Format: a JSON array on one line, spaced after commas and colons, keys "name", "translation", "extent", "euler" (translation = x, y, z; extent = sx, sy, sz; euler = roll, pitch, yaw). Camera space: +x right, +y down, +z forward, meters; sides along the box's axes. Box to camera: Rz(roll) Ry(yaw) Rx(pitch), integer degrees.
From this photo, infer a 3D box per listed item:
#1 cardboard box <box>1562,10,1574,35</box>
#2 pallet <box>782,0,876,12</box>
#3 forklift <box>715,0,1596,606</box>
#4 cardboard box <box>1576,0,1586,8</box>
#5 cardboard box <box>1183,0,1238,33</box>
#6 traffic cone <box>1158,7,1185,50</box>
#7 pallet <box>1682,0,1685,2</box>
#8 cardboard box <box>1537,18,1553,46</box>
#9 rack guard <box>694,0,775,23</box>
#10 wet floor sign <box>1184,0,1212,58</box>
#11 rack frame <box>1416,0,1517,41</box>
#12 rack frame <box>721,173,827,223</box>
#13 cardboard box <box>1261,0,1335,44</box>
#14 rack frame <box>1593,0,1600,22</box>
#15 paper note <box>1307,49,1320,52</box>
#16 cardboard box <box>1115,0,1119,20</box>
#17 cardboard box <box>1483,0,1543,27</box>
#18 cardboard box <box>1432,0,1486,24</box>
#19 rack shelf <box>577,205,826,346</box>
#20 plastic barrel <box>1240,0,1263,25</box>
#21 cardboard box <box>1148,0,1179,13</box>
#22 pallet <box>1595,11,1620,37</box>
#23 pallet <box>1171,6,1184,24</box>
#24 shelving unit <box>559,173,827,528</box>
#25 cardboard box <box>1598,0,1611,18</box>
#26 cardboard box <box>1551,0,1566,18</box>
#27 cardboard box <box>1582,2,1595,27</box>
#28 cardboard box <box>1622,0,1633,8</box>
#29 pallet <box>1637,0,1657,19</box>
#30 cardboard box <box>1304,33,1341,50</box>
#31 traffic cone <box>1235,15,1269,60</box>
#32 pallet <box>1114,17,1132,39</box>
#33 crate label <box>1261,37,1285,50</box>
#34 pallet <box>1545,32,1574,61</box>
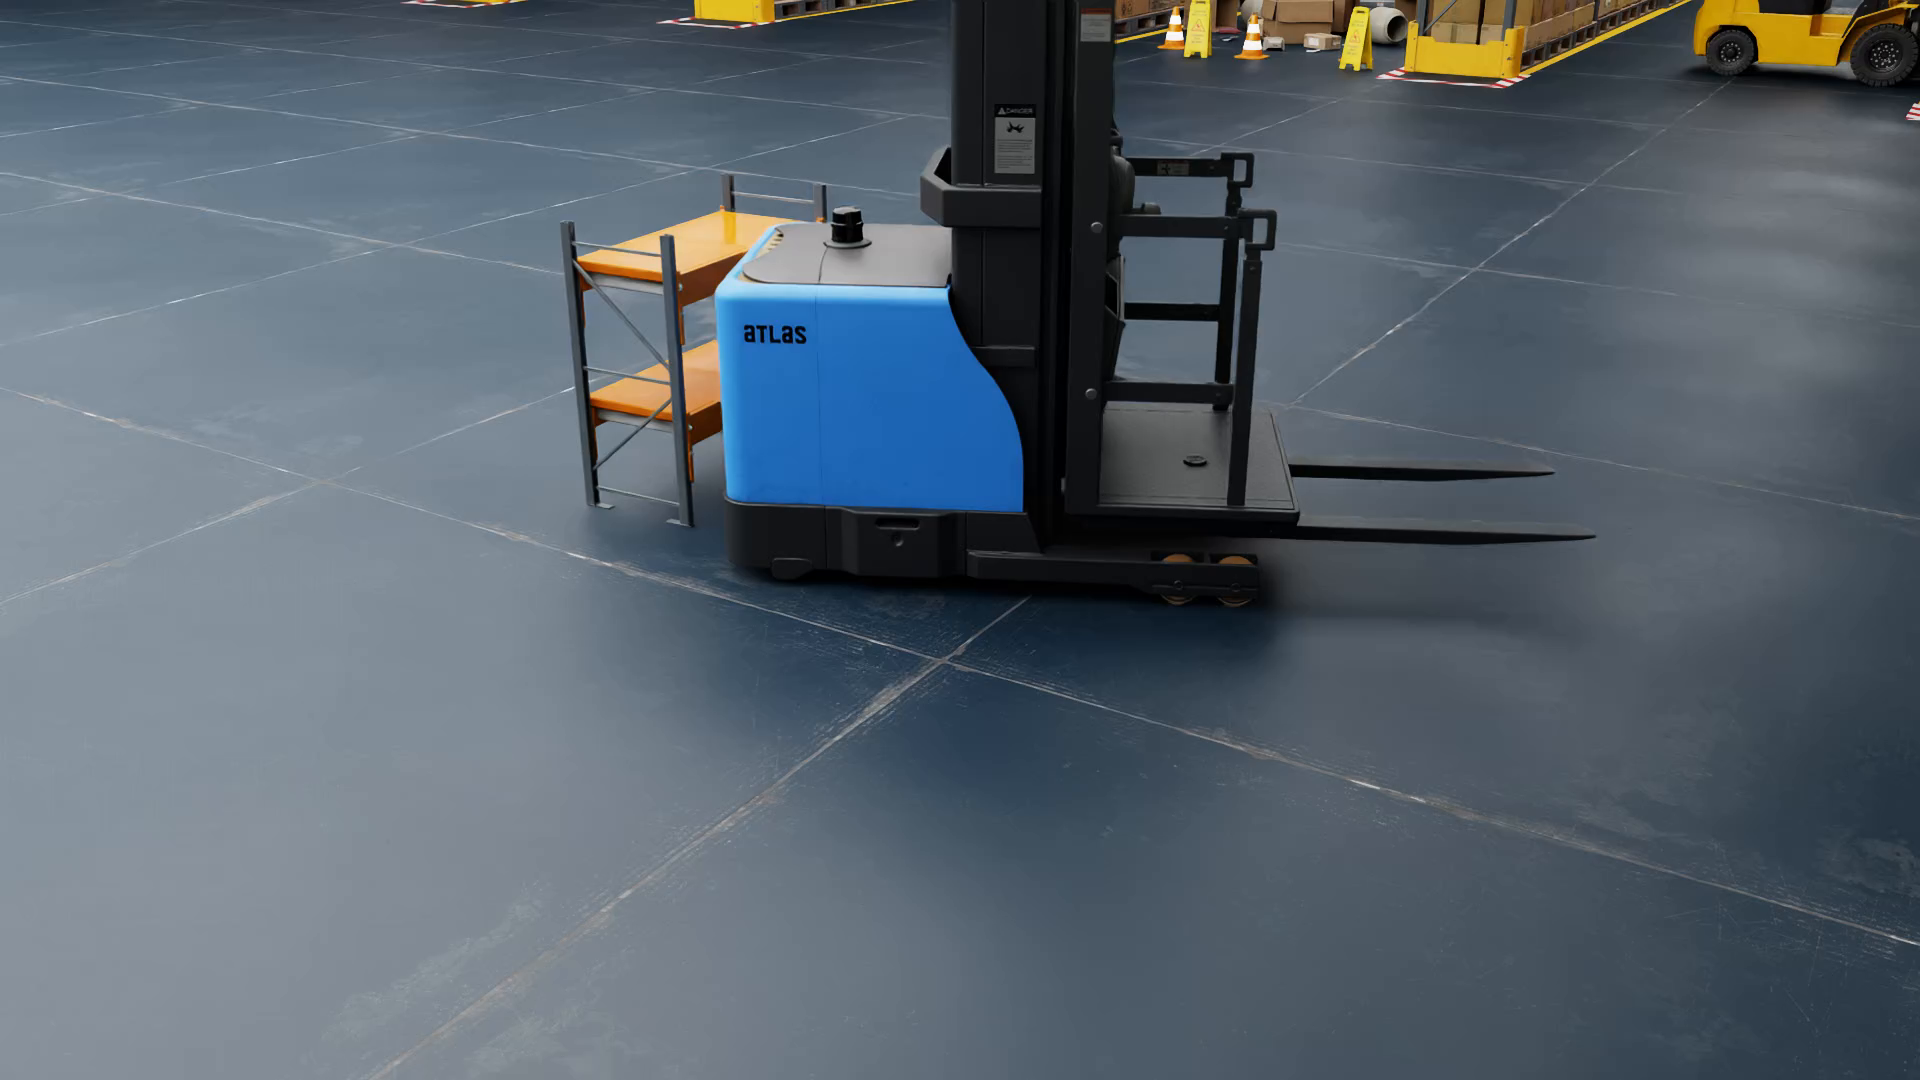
[{"name": "cardboard box", "translation": [6.802, -6.020, 19.314], "extent": [0.500, 0.250, 0.500], "euler": [14, 27, 30]}, {"name": "pallet", "translation": [-1.956, -7.848, 24.112], "extent": [1.003, 0.211, 1.213], "euler": [14, 27, 29]}, {"name": "forklift", "translation": [0.713, -1.340, 5.656], "extent": [3.031, 2.935, 1.130], "euler": [2, 23, 5]}, {"name": "cardboard box", "translation": [7.079, -6.545, 19.582], "extent": [0.500, 0.500, 0.500], "euler": [14, 27, 30]}, {"name": "cardboard box", "translation": [3.225, -6.816, 21.363], "extent": [0.500, 0.500, 0.500], "euler": [20, 30, 38]}, {"name": "traffic cone", "translation": [2.548, -6.069, 19.686], "extent": [0.336, 0.463, 0.334], "euler": [14, 27, 29]}, {"name": "pallet", "translation": [10.664, -8.429, 25.454], "extent": [1.003, 0.211, 1.213], "euler": [14, 27, 29]}, {"name": "cardboard box", "translation": [6.256, -5.664, 18.490], "extent": [0.500, 0.250, 0.500], "euler": [15, 28, 31]}, {"name": "rack guard", "translation": [-3.059, -7.303, 22.491], "extent": [1.175, 0.500, 0.348], "euler": [14, 27, 29]}, {"name": "wet floor sign", "translation": [2.728, -5.846, 18.942], "extent": [0.267, 0.644, 0.232], "euler": [9, 25, 20]}, {"name": "rack frame", "translation": [5.320, -6.348, 17.138], "extent": [1.000, 3.000, 0.127], "euler": [14, 27, 29]}, {"name": "rack frame", "translation": [-0.772, -0.971, 7.077], "extent": [0.500, 1.125, 0.032], "euler": [12, 26, 25]}, {"name": "cardboard box", "translation": [4.096, -6.326, 20.229], "extent": [0.797, 0.503, 0.637], "euler": [-3, 24, -7]}, {"name": "rack frame", "translation": [7.430, -7.698, 20.256], "extent": [1.000, 3.000, 0.127], "euler": [14, 27, 29]}, {"name": "paper note", "translation": [4.128, -5.722, 19.428], "extent": [0.148, 0.019, 0.142], "euler": [5, 24, 11]}, {"name": "cardboard box", "translation": [1.363, -6.811, 20.354], "extent": [0.875, 0.875, 0.875], "euler": [14, 27, 29]}, {"name": "cardboard box", "translation": [5.993, -5.845, 17.965], "extent": [0.500, 0.500, 0.500], "euler": [13, 27, 27]}, {"name": "cardboard box", "translation": [5.521, -5.948, 18.202], "extent": [0.500, 0.500, 0.500], "euler": [14, 27, 29]}, {"name": "rack shelf", "translation": [-1.010, -1.061, 6.549], "extent": [0.538, 0.278, 1.000], "euler": [12, 26, 25]}, {"name": "plastic barrel", "translation": [3.876, -6.815, 21.458], "extent": [0.421, 0.421, 0.512], "euler": [-7, 24, -17]}, {"name": "cardboard box", "translation": [2.308, -7.416, 21.751], "extent": [0.875, 0.875, 0.875], "euler": [14, 27, 29]}, {"name": "pallet", "translation": [7.840, -6.681, 21.418], "extent": [1.003, 0.211, 1.213], "euler": [14, 27, 29]}, {"name": "pallet", "translation": [2.704, -7.181, 22.573], "extent": [1.003, 0.211, 1.213], "euler": [14, 27, 29]}, {"name": "shelving unit", "translation": [-1.010, -0.793, 6.665], "extent": [0.538, 1.125, 1.048], "euler": [12, 26, 25]}, {"name": "cardboard box", "translation": [7.705, -6.862, 21.105], "extent": [0.950, 0.372, 0.625], "euler": [14, 27, 30]}, {"name": "cardboard box", "translation": [6.536, -6.190, 18.762], "extent": [0.500, 0.500, 0.500], "euler": [14, 27, 30]}, {"name": "cardboard box", "translation": [7.347, -6.373, 20.128], "extent": [0.500, 0.250, 0.500], "euler": [15, 28, 31]}, {"name": "cardboard box", "translation": [8.446, -7.341, 22.210], "extent": [0.950, 0.372, 0.625], "euler": [15, 28, 31]}, {"name": "pallet", "translation": [9.127, -7.505, 23.320], "extent": [1.003, 0.211, 1.213], "euler": [14, 27, 29]}, {"name": "cardboard box", "translation": [4.295, -5.905, 19.703], "extent": [0.250, 0.149, 0.380], "euler": [-12, 26, -26]}, {"name": "traffic cone", "translation": [3.329, -5.717, 18.874], "extent": [0.336, 0.463, 0.334], "euler": [14, 27, 29]}, {"name": "pallet", "translation": [1.417, -6.358, 20.670], "extent": [1.003, 0.211, 1.213], "euler": [14, 27, 29]}, {"name": "crate label", "translation": [3.691, -5.846, 19.581], "extent": [0.250, 0.136, 0.298], "euler": [1, 23, 2]}, {"name": "pallet", "translation": [6.463, -5.771, 19.315], "extent": [1.003, 0.211, 1.213], "euler": [14, 27, 29]}]
